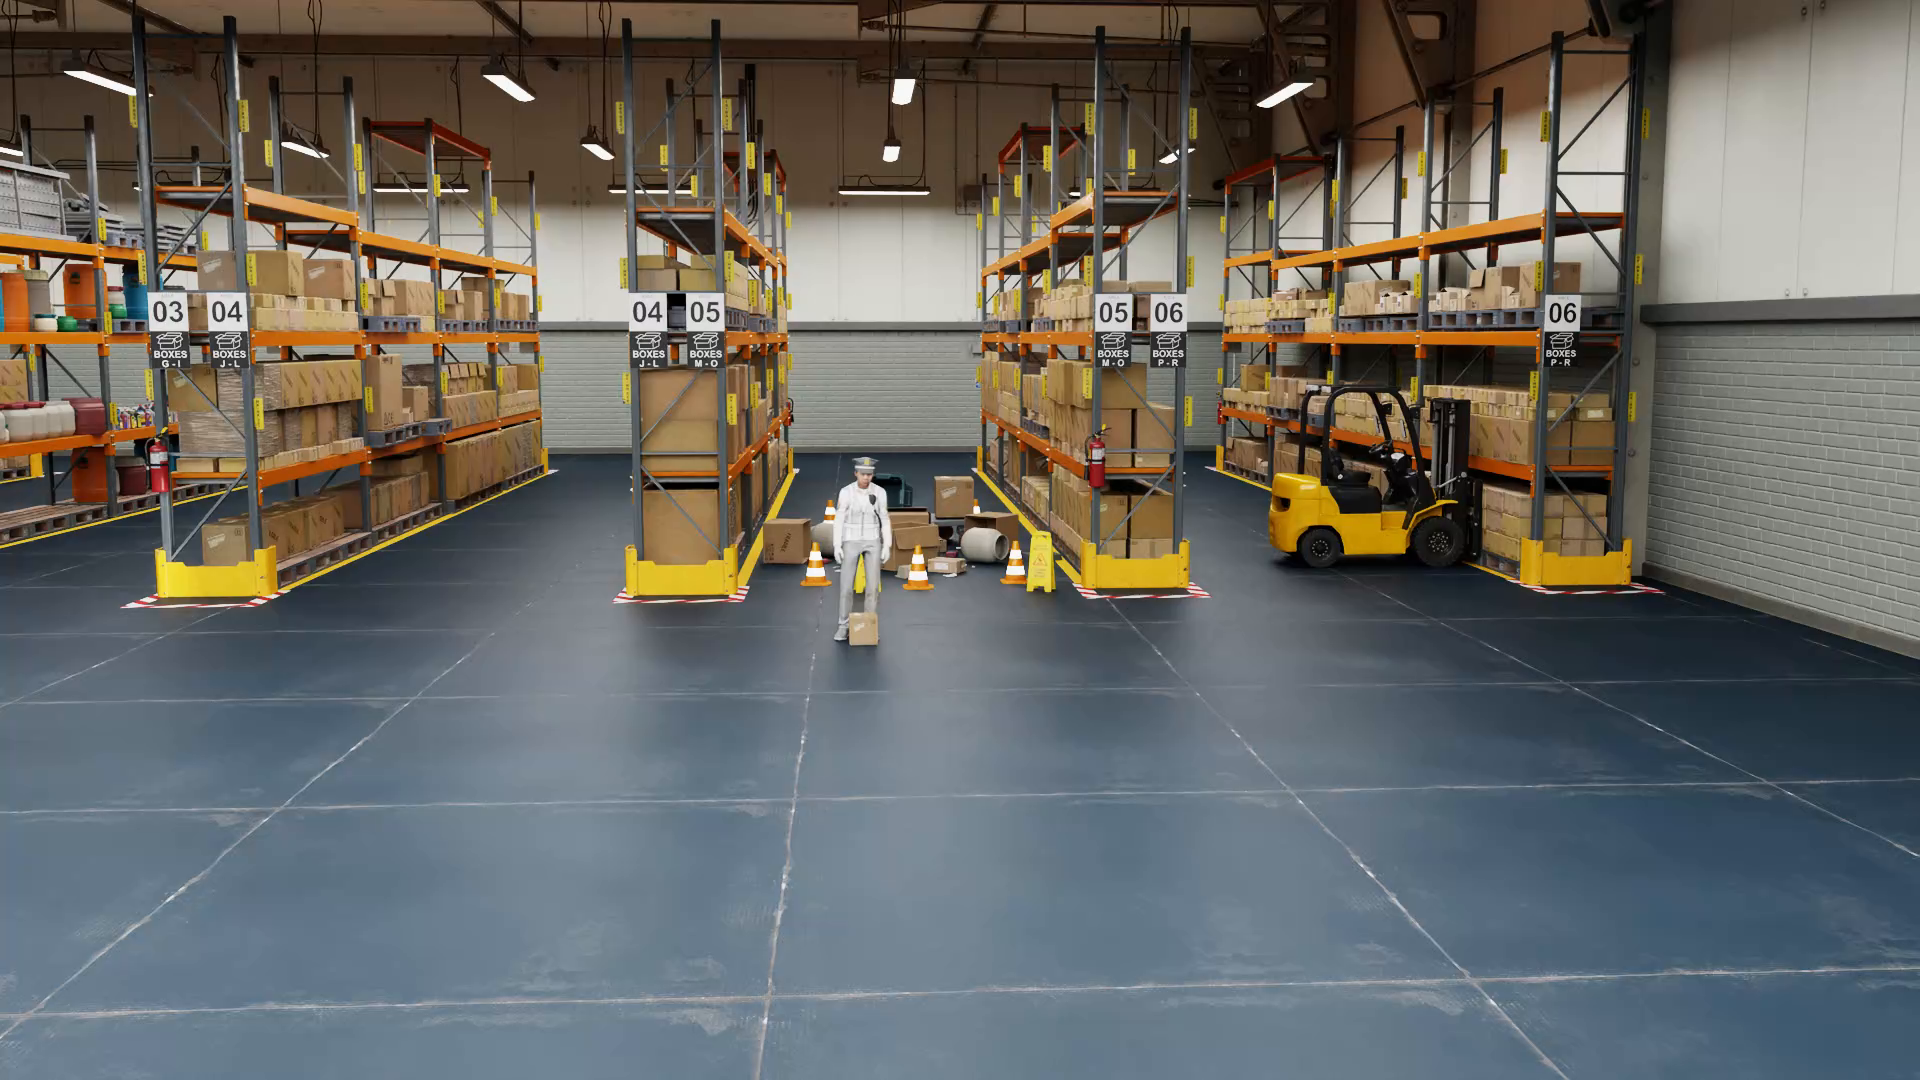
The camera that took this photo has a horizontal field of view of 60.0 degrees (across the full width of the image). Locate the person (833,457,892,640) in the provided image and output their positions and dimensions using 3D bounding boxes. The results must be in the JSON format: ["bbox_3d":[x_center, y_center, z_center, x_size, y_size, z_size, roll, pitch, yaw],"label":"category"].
[{"bbox_3d":[-0.888,0.075,15.130,0.541,1.662,0.415,-1,7,-7],"label":"person"}]
